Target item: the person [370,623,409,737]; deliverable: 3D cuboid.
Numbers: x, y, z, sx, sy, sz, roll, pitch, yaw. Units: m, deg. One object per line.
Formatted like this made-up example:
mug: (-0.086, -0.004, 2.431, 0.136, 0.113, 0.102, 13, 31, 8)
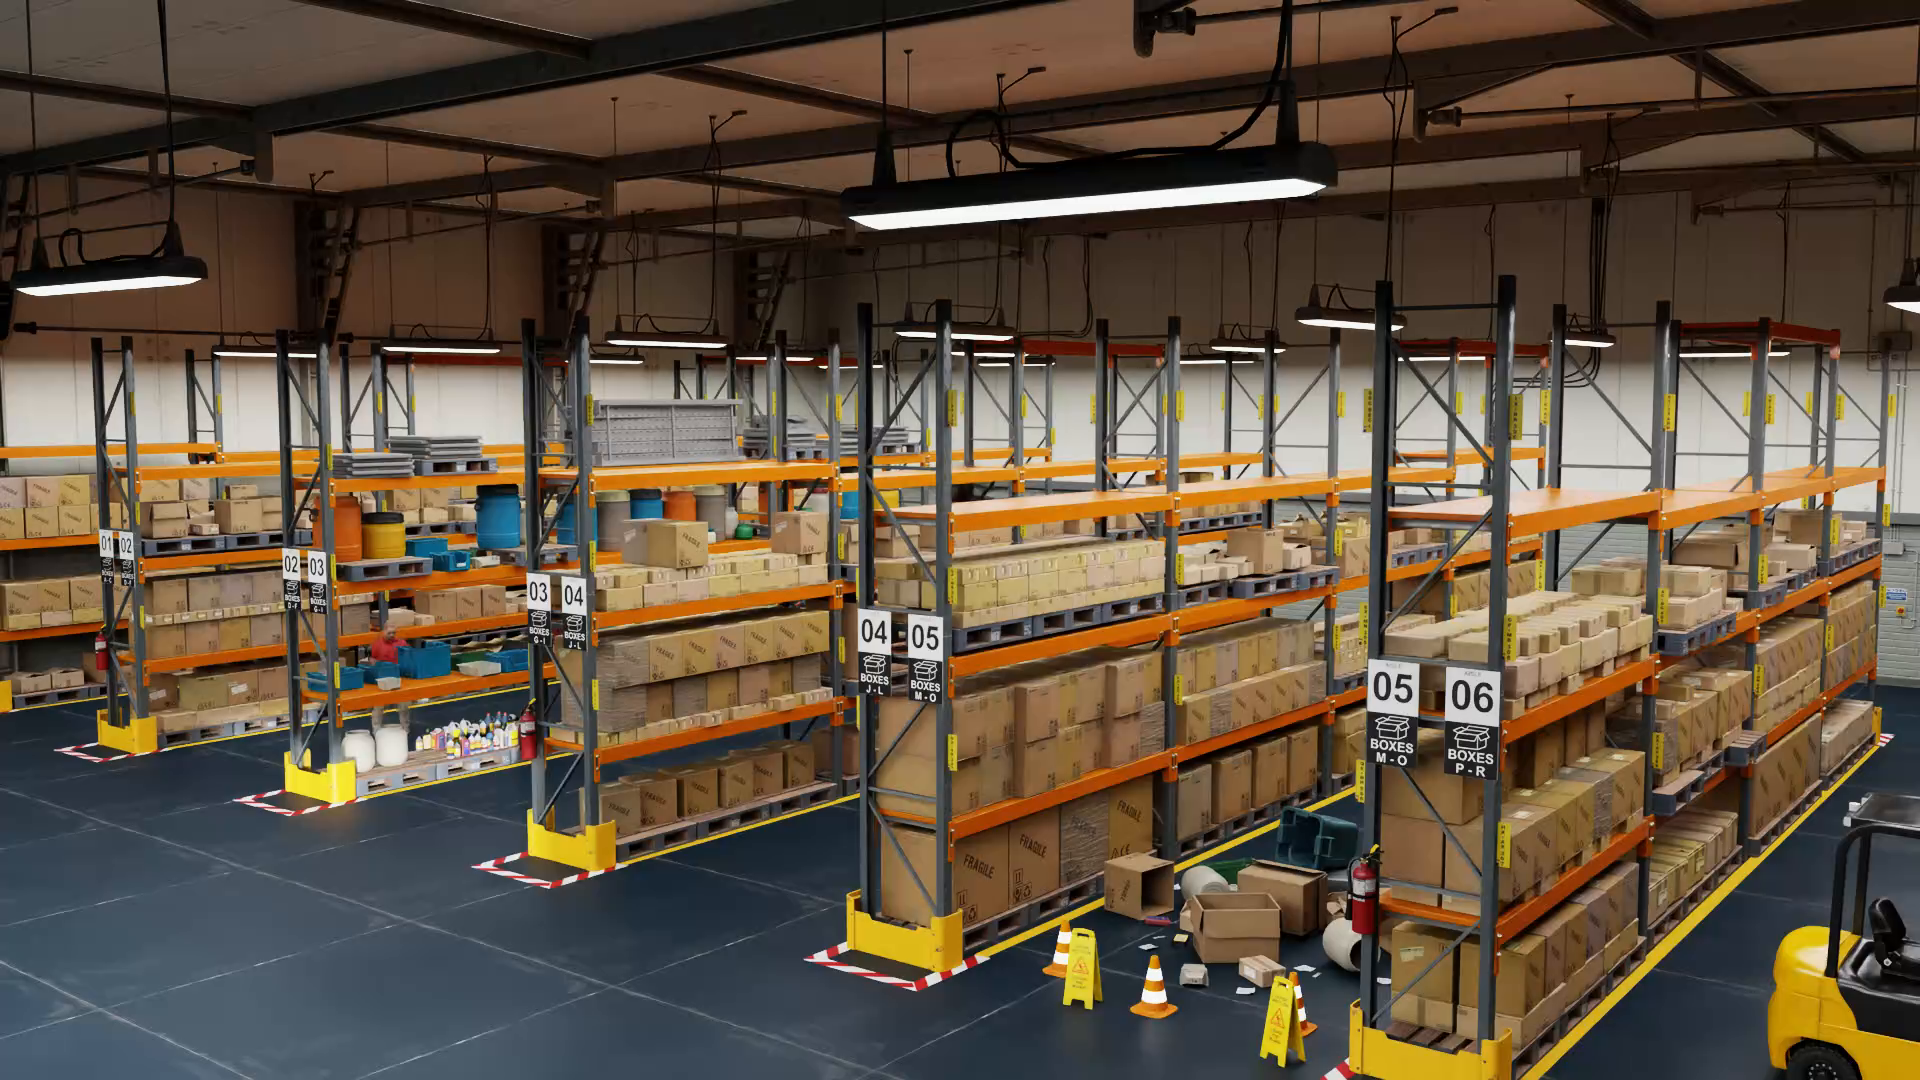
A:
person: (-8.629, 2.111, 25.253, 0.613, 1.730, 0.389, -2, 5, -22)
